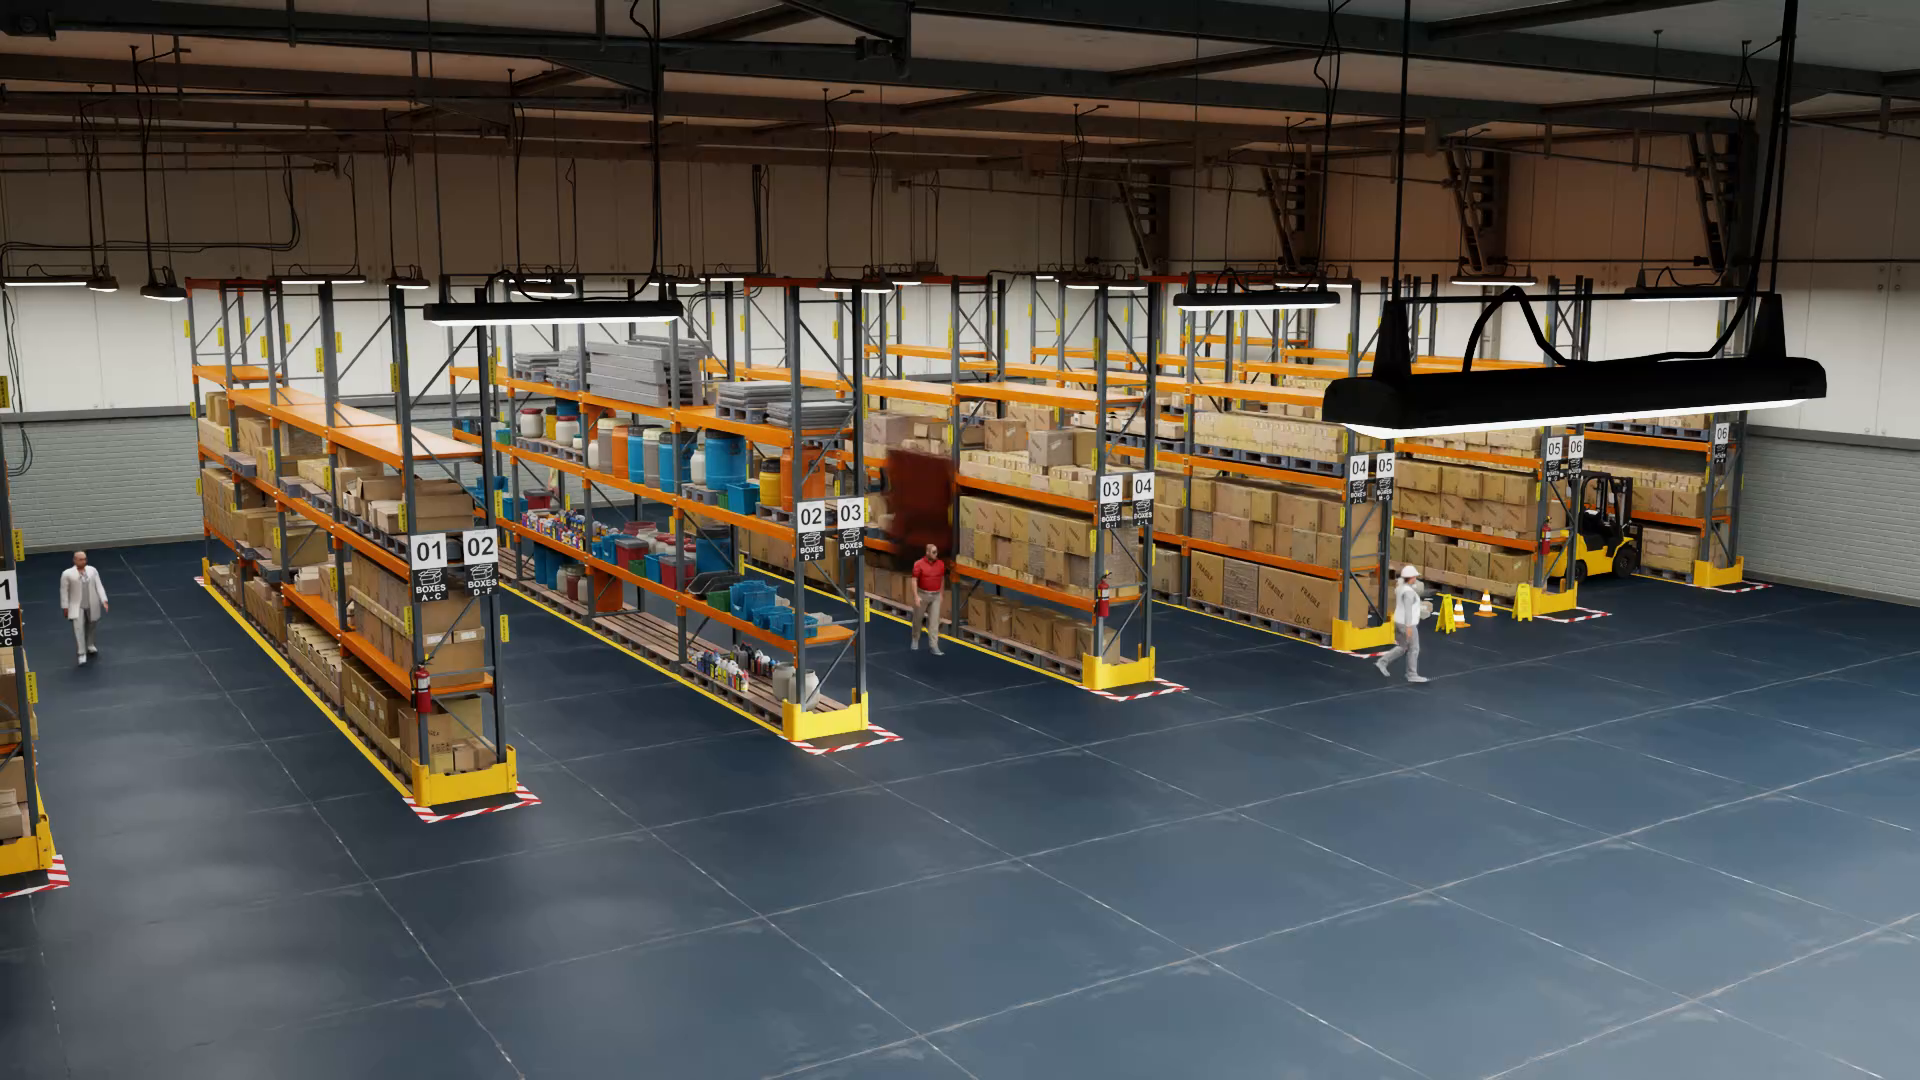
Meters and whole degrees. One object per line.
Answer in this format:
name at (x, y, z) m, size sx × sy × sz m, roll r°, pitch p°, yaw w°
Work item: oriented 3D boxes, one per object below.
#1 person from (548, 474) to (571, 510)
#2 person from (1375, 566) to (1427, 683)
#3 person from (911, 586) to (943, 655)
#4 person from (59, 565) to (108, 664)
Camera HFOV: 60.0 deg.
person at (-10.032, -1.330, 41.068) m, size 1.099 × 1.610 × 0.431 m, roll -2°, pitch 10°, yaw -14°
person at (6.702, 1.266, 25.183) m, size 0.727 × 1.758 × 0.452 m, roll -1°, pitch 10°, yaw -5°
person at (-0.483, 1.229, 25.872) m, size 0.411 × 1.046 × 0.943 m, roll -5°, pitch 11°, yaw -26°
person at (-13.953, 1.140, 26.529) m, size 0.663 × 1.490 × 1.143 m, roll -7°, pitch 12°, yaw -36°
